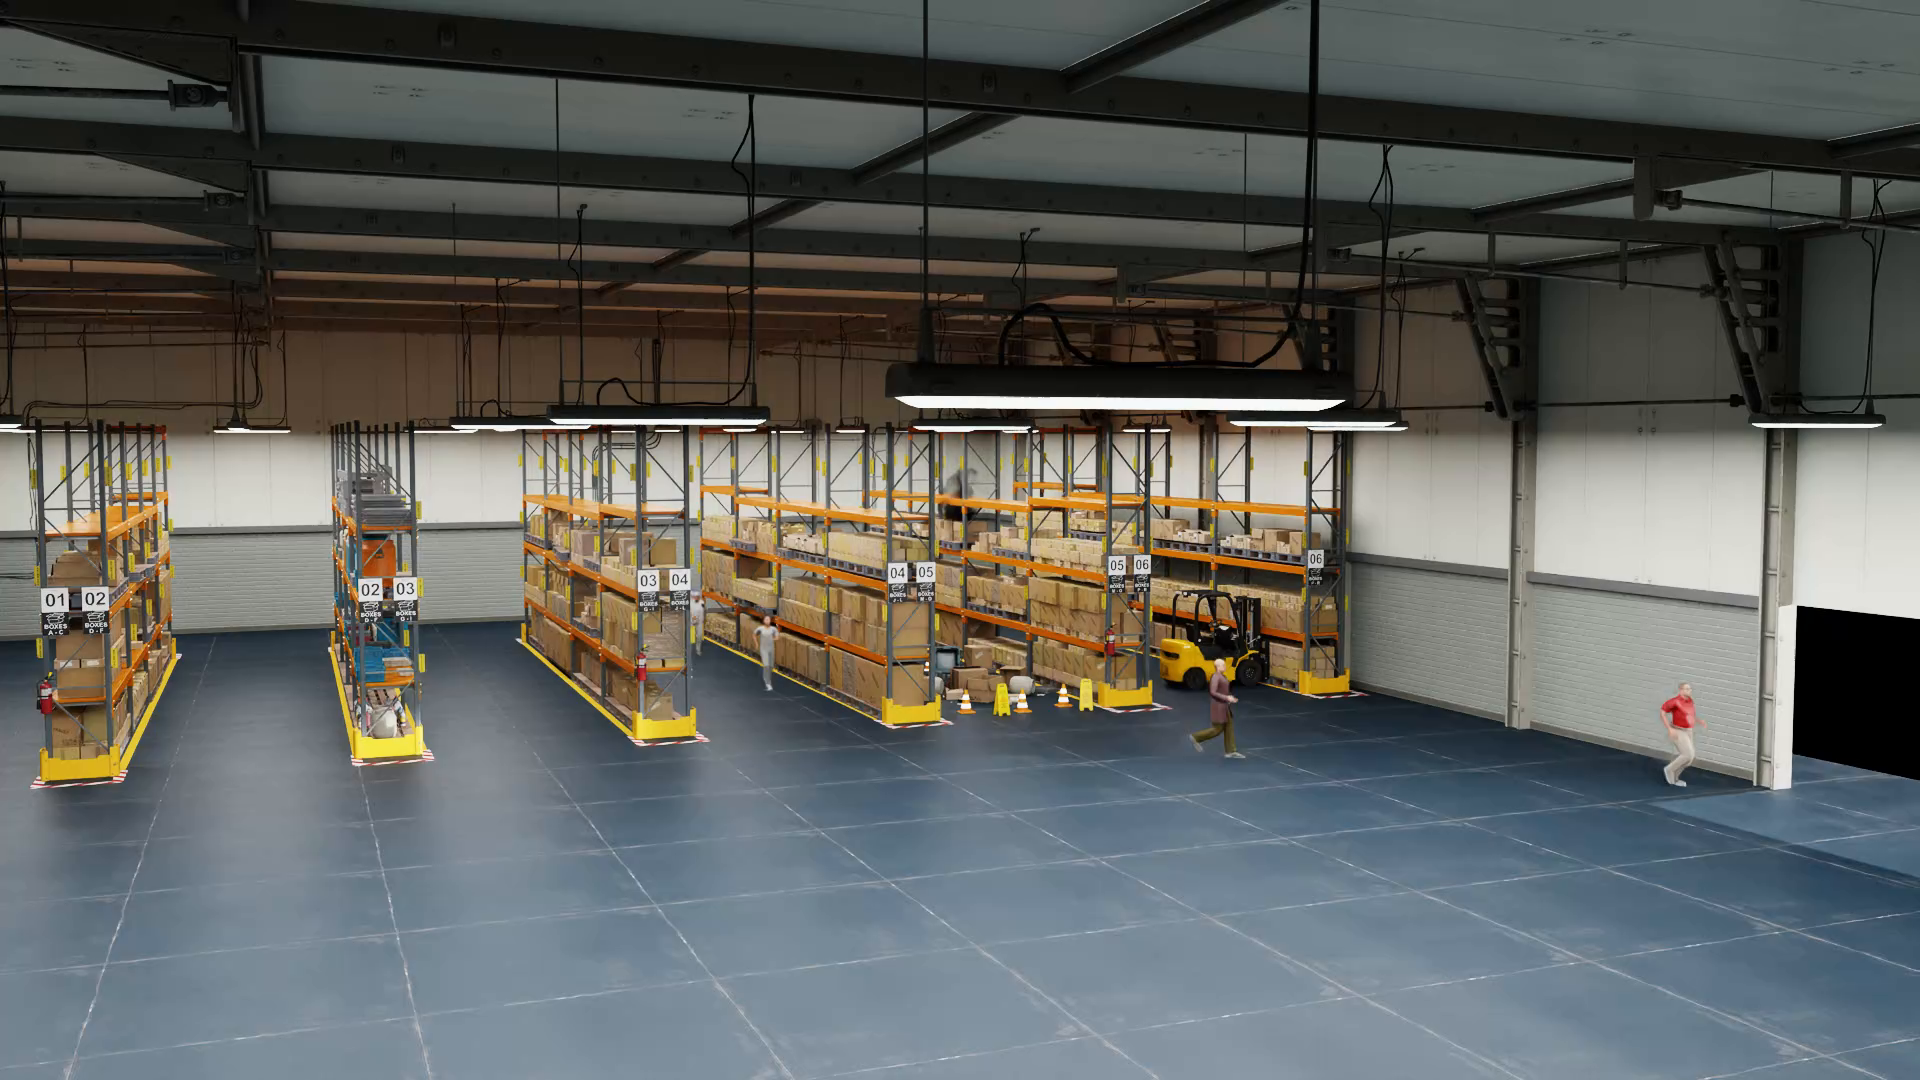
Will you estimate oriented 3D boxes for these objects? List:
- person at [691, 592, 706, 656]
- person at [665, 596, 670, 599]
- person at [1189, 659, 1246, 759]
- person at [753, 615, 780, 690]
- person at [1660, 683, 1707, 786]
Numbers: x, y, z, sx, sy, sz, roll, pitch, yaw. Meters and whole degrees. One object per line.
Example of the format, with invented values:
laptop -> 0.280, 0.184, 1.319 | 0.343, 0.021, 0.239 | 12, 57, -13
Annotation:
person -> -6.959, 2.177, 43.738 | 0.629, 1.665, 0.937 | -2, 4, -28
person -> -8.572, 1.882, 48.795 | 0.863, 1.577, 0.779 | -2, 4, -27
person -> 4.576, 2.991, 29.488 | 1.008, 1.772, 0.724 | 1, 4, 21
person -> -4.360, 2.512, 37.604 | 0.563, 1.659, 0.964 | -2, 4, -23
person -> 11.846, 3.176, 27.140 | 0.668, 1.694, 0.597 | -3, 4, -36
